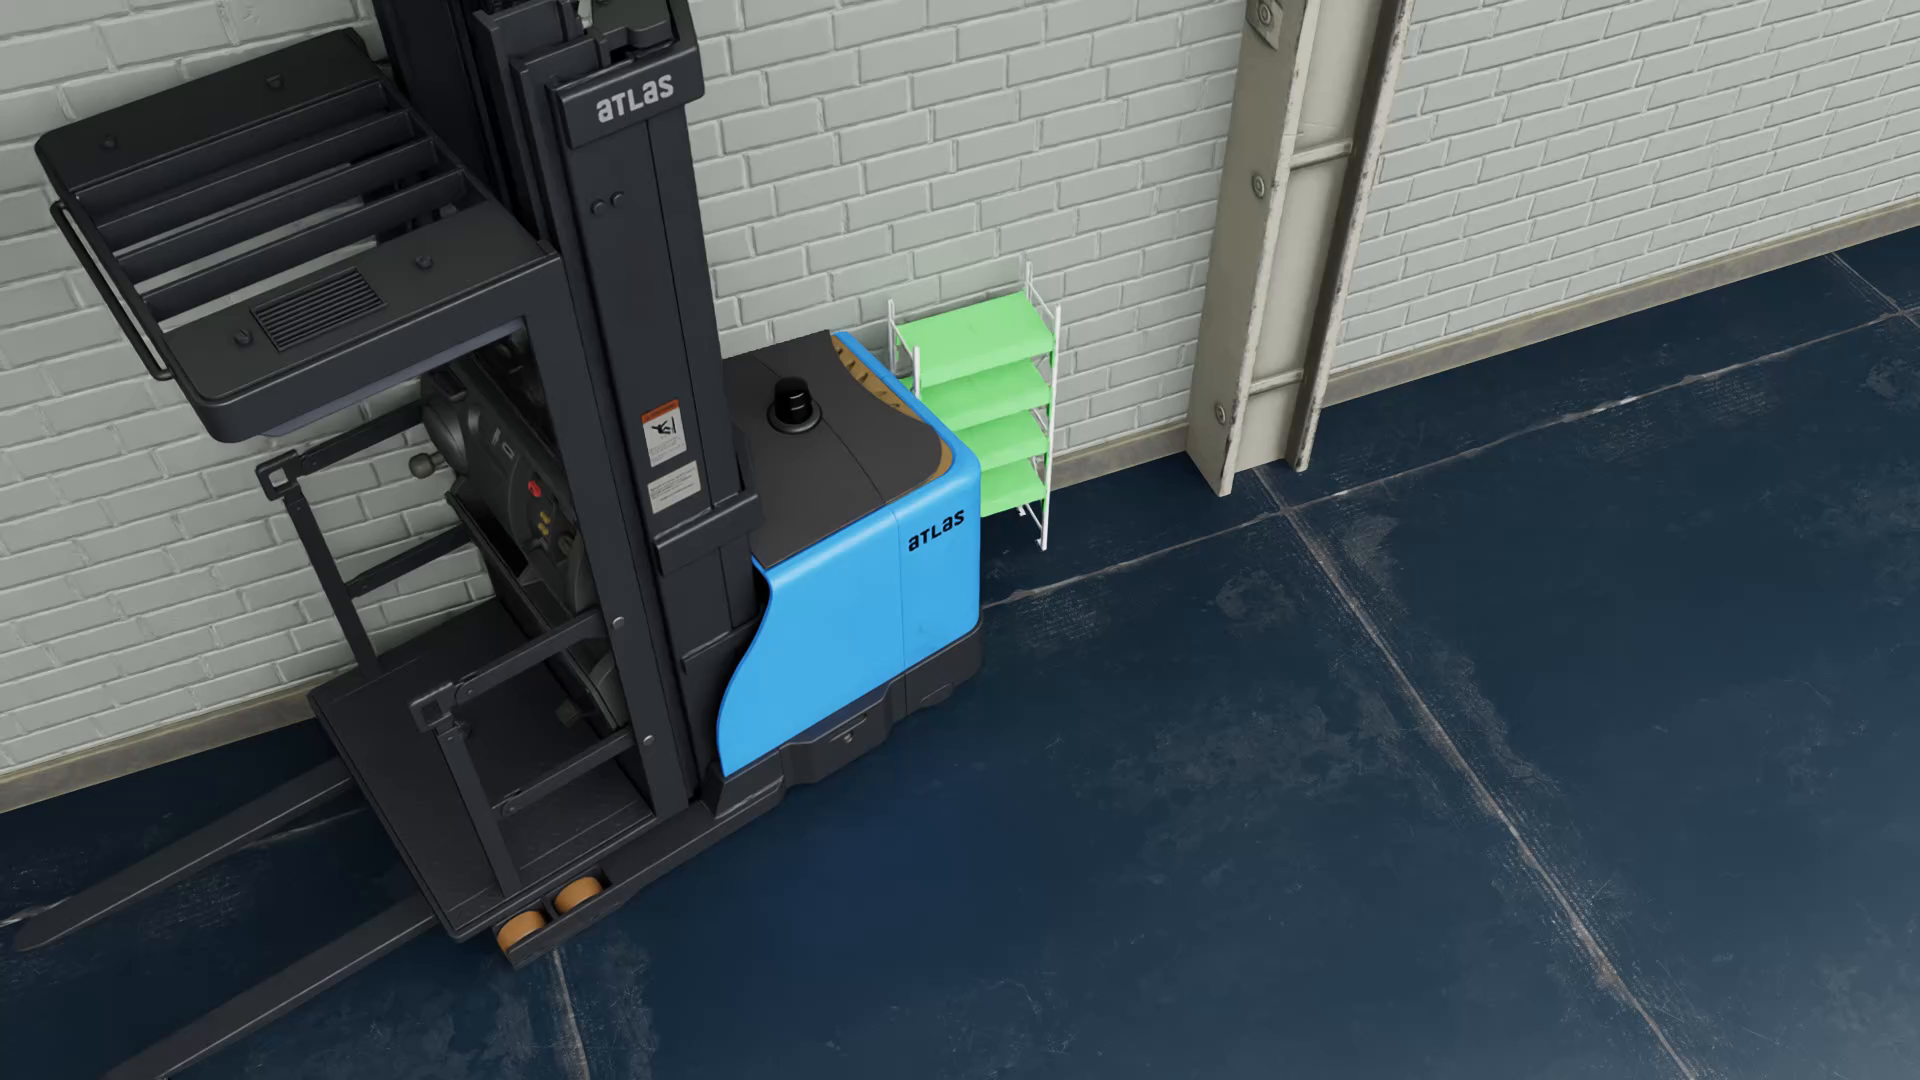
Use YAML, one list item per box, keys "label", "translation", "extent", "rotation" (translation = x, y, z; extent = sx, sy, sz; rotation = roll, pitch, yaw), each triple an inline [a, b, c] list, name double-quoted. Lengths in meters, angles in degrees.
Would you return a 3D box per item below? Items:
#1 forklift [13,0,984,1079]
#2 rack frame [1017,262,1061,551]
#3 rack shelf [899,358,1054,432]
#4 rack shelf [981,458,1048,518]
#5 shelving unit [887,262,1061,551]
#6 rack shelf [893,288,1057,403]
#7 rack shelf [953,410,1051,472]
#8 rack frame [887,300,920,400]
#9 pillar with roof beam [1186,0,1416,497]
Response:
- label: "forklift"
  translation: [-1.404, -0.114, 4.416]
  extent: [3.031, 2.935, 1.130]
  rotation: [-30, 55, -23]
- label: "rack frame"
  translation: [0.270, -0.437, 5.834]
  extent: [0.015, 1.200, 0.240]
  rotation: [-18, 52, -15]
- label: "rack shelf"
  translation: [0.045, -0.480, 5.639]
  extent: [0.480, 0.148, 0.258]
  rotation: [-18, 52, -15]
- label: "rack shelf"
  translation: [0.045, -0.167, 6.003]
  extent: [0.480, 0.148, 0.258]
  rotation: [-18, 52, -15]
- label: "shelving unit"
  translation: [0.045, -0.365, 5.773]
  extent: [0.503, 1.200, 0.258]
  rotation: [-18, 52, -15]
- label: "rack shelf"
  translation: [0.045, -0.636, 5.457]
  extent: [0.480, 0.148, 0.258]
  rotation: [-18, 52, -15]
- label: "rack shelf"
  translation: [0.045, -0.324, 5.821]
  extent: [0.480, 0.148, 0.258]
  rotation: [-18, 52, -15]
- label: "rack frame"
  translation: [-0.180, -0.294, 5.711]
  extent: [0.015, 1.200, 0.240]
  rotation: [-18, 52, -15]
- label: "pillar with roof beam"
  translation: [2.747, -0.238, 0.523]
  extent: [0.400, 9.000, 9.100]
  rotation: [-17, 52, -14]
